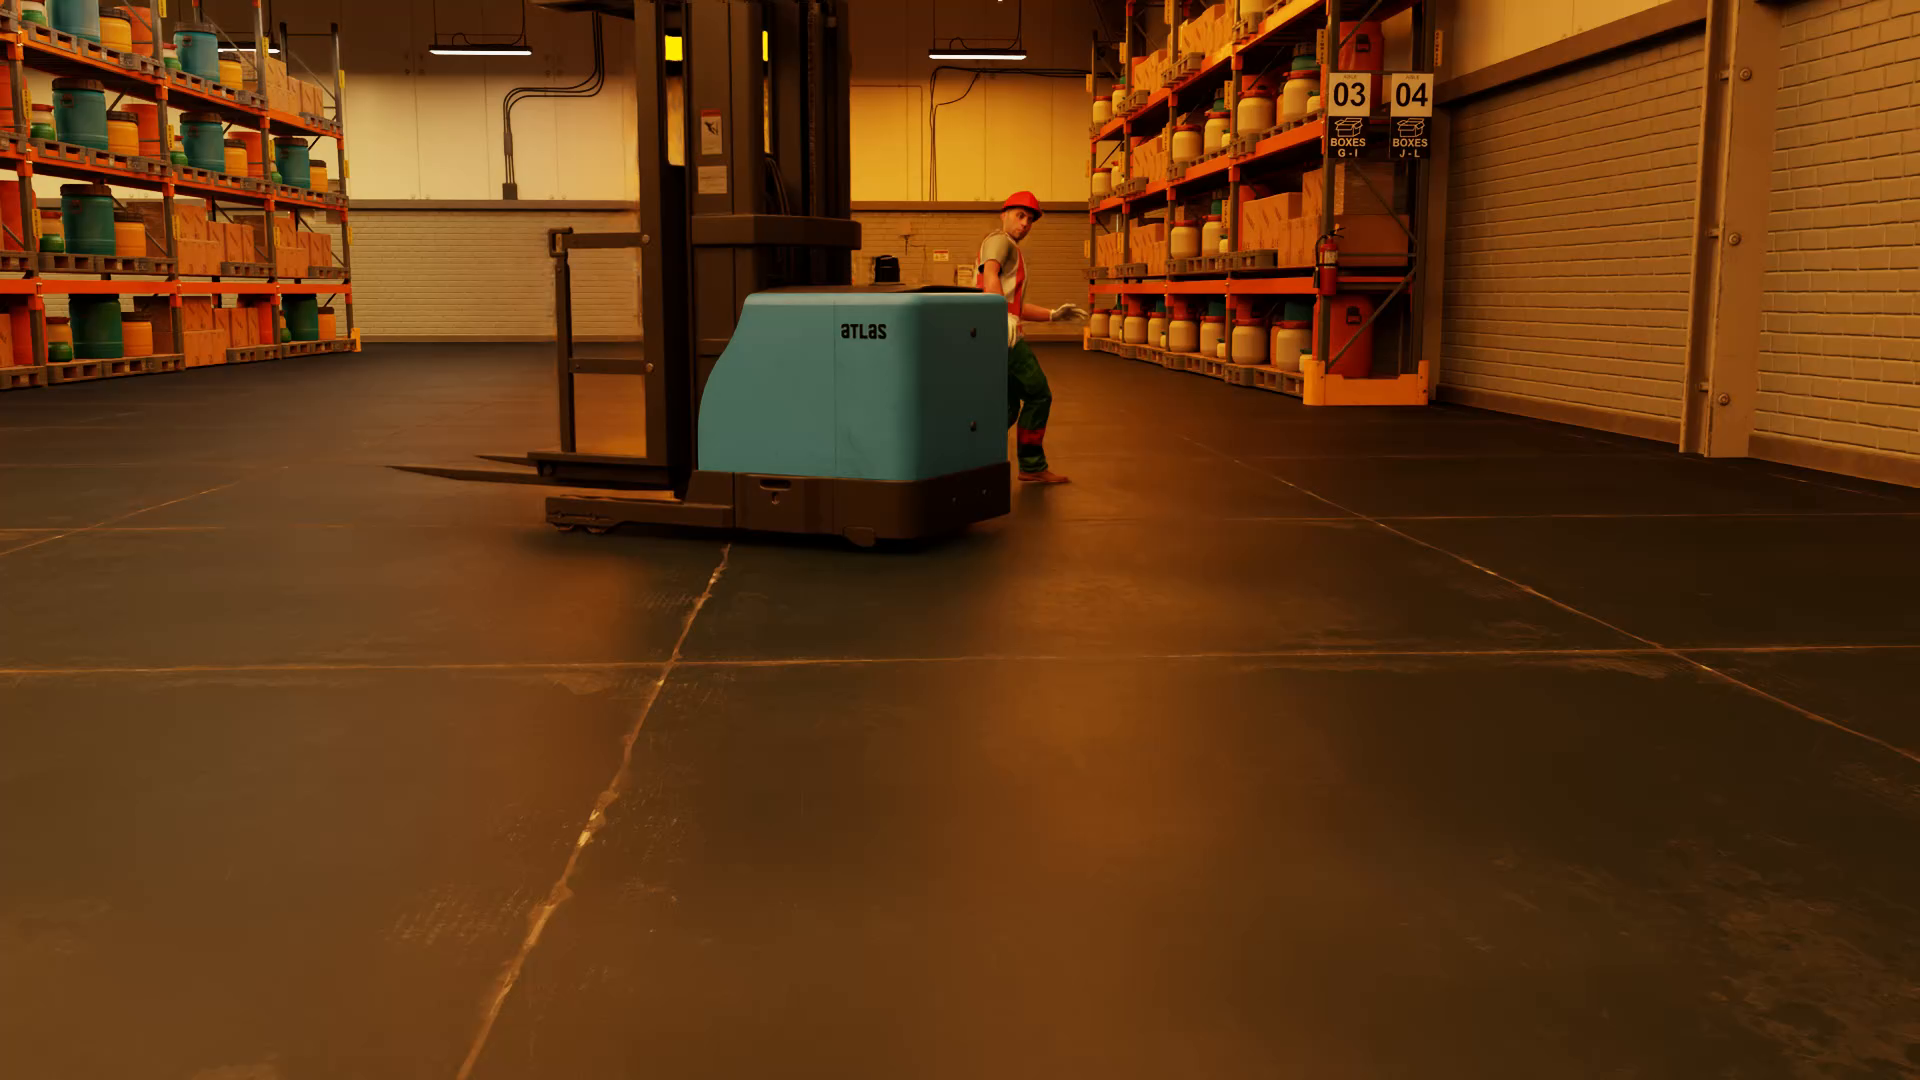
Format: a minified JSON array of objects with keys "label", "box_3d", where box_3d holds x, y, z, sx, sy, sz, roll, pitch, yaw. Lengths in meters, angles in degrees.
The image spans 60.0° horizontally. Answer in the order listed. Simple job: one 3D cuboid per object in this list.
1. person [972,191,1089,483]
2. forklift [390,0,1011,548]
[{"label":"person","box_3d":[0.374,-1.096,9.184,0.832,1.650,0.821,-3,9,-20]},{"label":"forklift","box_3d":[-1.323,-1.541,7.712,3.031,2.935,1.130,4,9,26]}]
